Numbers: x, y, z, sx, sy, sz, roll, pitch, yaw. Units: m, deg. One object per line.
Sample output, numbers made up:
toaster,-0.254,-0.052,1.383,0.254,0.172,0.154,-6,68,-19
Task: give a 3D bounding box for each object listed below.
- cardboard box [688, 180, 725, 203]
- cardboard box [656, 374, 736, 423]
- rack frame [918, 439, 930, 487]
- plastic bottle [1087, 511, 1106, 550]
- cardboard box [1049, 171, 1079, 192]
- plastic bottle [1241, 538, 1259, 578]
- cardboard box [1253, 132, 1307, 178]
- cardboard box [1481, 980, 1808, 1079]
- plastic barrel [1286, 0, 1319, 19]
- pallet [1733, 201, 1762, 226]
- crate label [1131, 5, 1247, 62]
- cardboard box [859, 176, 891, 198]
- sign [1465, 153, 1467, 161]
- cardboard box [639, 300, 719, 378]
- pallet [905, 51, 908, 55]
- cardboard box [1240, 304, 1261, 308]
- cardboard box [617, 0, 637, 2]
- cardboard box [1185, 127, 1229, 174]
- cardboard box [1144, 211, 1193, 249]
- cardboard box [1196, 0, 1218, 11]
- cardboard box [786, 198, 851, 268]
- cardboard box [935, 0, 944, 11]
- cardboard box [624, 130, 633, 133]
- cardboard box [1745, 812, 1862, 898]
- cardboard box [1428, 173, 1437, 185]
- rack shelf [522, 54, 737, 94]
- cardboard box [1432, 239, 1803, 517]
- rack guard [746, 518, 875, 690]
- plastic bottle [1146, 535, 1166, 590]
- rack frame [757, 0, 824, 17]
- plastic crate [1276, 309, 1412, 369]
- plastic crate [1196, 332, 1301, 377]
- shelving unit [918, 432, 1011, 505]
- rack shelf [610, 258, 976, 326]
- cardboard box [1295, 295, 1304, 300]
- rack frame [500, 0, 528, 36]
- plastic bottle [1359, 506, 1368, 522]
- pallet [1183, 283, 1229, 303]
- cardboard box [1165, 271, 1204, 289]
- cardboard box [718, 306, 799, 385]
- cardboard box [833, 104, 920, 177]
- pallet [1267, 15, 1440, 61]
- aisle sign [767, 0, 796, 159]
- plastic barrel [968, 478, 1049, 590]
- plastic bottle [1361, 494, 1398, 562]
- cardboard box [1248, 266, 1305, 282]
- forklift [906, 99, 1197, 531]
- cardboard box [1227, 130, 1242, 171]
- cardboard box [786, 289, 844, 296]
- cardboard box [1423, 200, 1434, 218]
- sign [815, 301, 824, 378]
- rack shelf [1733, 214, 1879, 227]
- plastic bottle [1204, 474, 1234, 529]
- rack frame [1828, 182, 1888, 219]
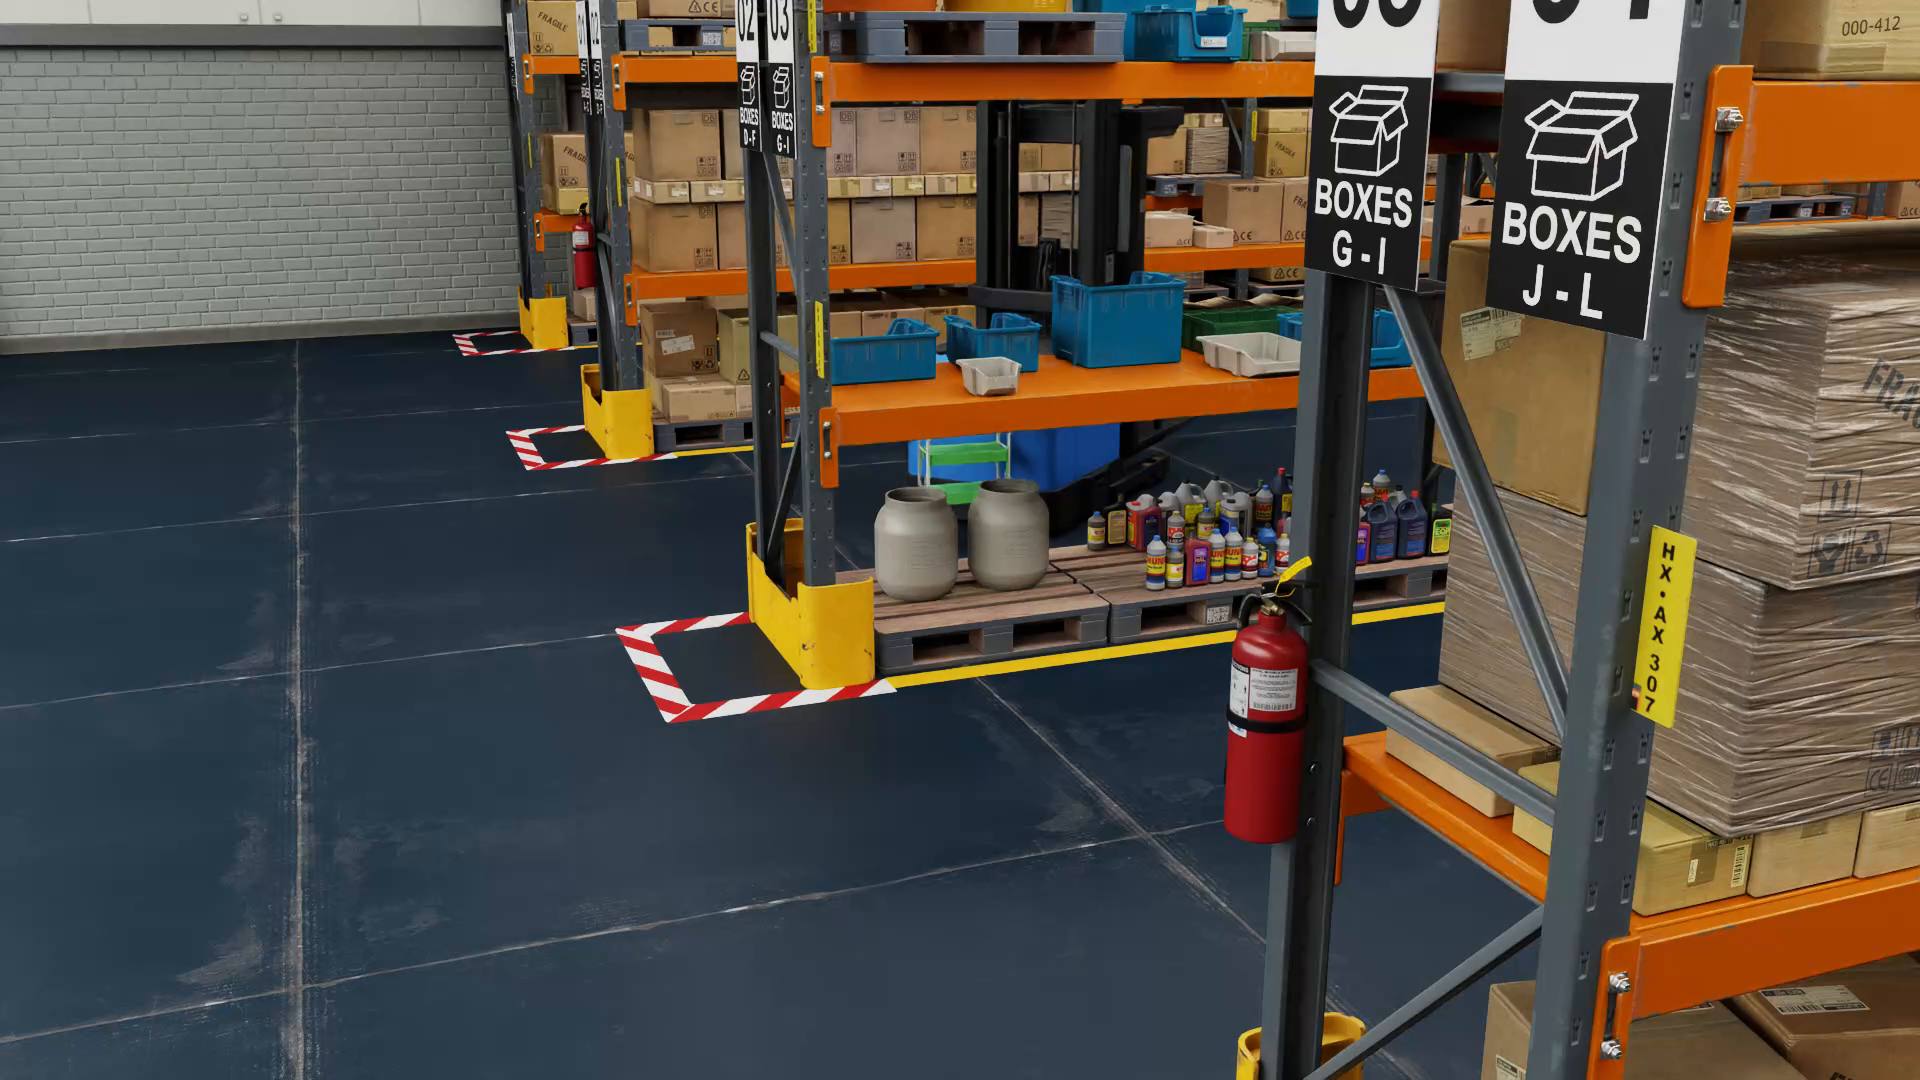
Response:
cardboard box,-1.886,-2.560,12.165,0.250,0.149,0.380,-7,18,-22
cardboard box,-1.995,-1.069,12.549,0.500,0.250,0.500,-6,17,-20
rack frame,-0.213,-0.521,9.744,0.015,1.200,0.240,-4,17,-15
plastic bottle,0.752,-0.056,9.152,0.097,0.201,0.097,0,16,0
cardboard box,0.751,-2.845,13.135,0.250,0.149,0.380,-7,18,-21
plastic bottle,1.504,0.089,8.658,0.097,0.201,0.097,0,16,0
cardboard box,3.664,-4.482,19.298,0.500,0.500,0.500,-6,17,-18
cardboard box,1.555,1.355,3.851,0.500,0.500,0.500,-3,17,-10
plastic barrel,1.961,-3.100,8.371,0.708,0.901,0.600,-6,17,-20
pallet,6.709,-3.103,15.681,1.213,0.211,1.003,-6,17,-20
crate label,1.060,-2.357,7.741,0.408,0.251,0.502,-6,17,-20
cardboard box,-0.696,-2.688,12.599,0.250,0.149,0.380,-6,17,-20
sign,4.692,-3.657,15.313,0.005,0.325,0.100,-6,17,-20
cardboard box,-2.181,-1.565,12.909,0.500,0.500,0.500,-6,17,-20
pallet,-0.002,-5.281,17.766,1.003,0.211,1.213,-6,17,-20
cardboard box,2.587,-1.823,14.123,0.500,0.311,0.500,-7,18,-22
cardboard box,-3.418,-5.483,16.134,0.500,0.500,0.500,-6,18,-21
cardboard box,2.684,-4.510,19.173,0.500,0.500,0.700,-8,18,-27
cardboard box,1.604,-2.583,13.838,0.500,0.250,0.500,-5,17,-17
cardboard box,1.739,-4.223,13.351,0.500,0.250,0.500,-4,17,-14
cardboard box,-1.181,-2.385,12.720,0.500,0.500,0.700,-6,17,-20
cardboard box,-0.423,-4.219,12.641,0.637,0.503,0.797,-4,17,-14
cardboard box,-3.514,-3.943,17.102,0.500,0.500,0.500,-6,17,-19
cardboard box,1.558,0.550,3.347,0.250,0.149,0.380,-6,17,-20
cardboard box,5.677,-4.389,20.131,0.250,0.149,0.380,-6,17,-20
rack shelf,-2.484,-4.790,17.038,4.000,0.370,1.077,-6,17,-20
cardboard box,1.391,-0.375,3.572,0.500,0.500,0.500,-6,17,-20
rack guard,-0.752,0.292,8.217,0.348,0.500,1.175,-6,17,-20
plastic bottle,0.998,0.110,8.462,0.097,0.271,0.097,0,16,0
rack frame,-0.807,-3.766,6.951,0.127,3.000,1.000,-6,17,-20
plastic crate,1.992,-1.036,8.567,0.616,0.251,0.499,-6,17,-20
plastic crate,1.503,-0.934,8.422,0.437,0.136,0.530,-6,17,-20
shelving unit,0.023,-0.539,9.806,0.503,1.200,0.258,-4,17,-15
rack shelf,-0.708,-2.047,13.024,4.000,0.370,1.077,-6,17,-20
cardboard box,3.336,-2.067,14.954,0.500,0.311,0.500,-7,18,-22
rack frame,-4.351,-6.372,15.827,0.127,3.000,1.000,-6,17,-20
plastic bottle,2.175,-0.071,9.070,0.135,0.276,0.152,-6,17,-20
pallet,2.389,-2.884,19.545,1.213,0.211,1.003,-6,17,-20
cardboard box,2.465,-3.226,19.416,0.500,0.500,0.700,-6,17,-19
cardboard box,-1.529,-1.479,12.616,0.500,0.500,0.500,-6,17,-20
cardboard box,-0.658,-3.067,12.737,0.500,0.500,0.700,-6,17,-20
pallet,2.290,-2.541,8.438,1.003,0.211,1.213,-6,17,-20
aisle sign,-0.769,-2.050,7.143,0.004,0.787,0.394,-6,17,-20
plastic barrel,0.249,-0.032,8.554,0.421,0.512,0.421,0,16,0
plastic bottle,2.251,-0.071,8.936,0.185,0.351,0.144,-7,18,-23
cardboard box,3.852,-3.510,19.798,0.750,0.750,0.750,-6,18,-21
forklift,0.800,-1.827,11.118,1.130,2.935,3.031,9,18,27
cardboard box,3.466,-4.618,19.759,0.500,0.500,0.500,-6,17,-20
cardboard box,-1.571,-2.794,17.944,0.500,0.500,0.500,-8,18,-24
cardboard box,3.990,-2.916,14.861,0.500,0.311,0.500,-6,18,-21
sign,-0.614,-0.875,7.263,0.005,0.325,0.100,-6,17,-20
rack shelf,6.762,-2.854,15.770,4.000,0.370,1.077,-6,17,-20
plastic bottle,1.453,-0.197,9.365,0.185,0.351,0.144,-6,18,-21
rack frame,8.630,-3.401,16.356,0.127,3.000,1.000,-6,17,-20
